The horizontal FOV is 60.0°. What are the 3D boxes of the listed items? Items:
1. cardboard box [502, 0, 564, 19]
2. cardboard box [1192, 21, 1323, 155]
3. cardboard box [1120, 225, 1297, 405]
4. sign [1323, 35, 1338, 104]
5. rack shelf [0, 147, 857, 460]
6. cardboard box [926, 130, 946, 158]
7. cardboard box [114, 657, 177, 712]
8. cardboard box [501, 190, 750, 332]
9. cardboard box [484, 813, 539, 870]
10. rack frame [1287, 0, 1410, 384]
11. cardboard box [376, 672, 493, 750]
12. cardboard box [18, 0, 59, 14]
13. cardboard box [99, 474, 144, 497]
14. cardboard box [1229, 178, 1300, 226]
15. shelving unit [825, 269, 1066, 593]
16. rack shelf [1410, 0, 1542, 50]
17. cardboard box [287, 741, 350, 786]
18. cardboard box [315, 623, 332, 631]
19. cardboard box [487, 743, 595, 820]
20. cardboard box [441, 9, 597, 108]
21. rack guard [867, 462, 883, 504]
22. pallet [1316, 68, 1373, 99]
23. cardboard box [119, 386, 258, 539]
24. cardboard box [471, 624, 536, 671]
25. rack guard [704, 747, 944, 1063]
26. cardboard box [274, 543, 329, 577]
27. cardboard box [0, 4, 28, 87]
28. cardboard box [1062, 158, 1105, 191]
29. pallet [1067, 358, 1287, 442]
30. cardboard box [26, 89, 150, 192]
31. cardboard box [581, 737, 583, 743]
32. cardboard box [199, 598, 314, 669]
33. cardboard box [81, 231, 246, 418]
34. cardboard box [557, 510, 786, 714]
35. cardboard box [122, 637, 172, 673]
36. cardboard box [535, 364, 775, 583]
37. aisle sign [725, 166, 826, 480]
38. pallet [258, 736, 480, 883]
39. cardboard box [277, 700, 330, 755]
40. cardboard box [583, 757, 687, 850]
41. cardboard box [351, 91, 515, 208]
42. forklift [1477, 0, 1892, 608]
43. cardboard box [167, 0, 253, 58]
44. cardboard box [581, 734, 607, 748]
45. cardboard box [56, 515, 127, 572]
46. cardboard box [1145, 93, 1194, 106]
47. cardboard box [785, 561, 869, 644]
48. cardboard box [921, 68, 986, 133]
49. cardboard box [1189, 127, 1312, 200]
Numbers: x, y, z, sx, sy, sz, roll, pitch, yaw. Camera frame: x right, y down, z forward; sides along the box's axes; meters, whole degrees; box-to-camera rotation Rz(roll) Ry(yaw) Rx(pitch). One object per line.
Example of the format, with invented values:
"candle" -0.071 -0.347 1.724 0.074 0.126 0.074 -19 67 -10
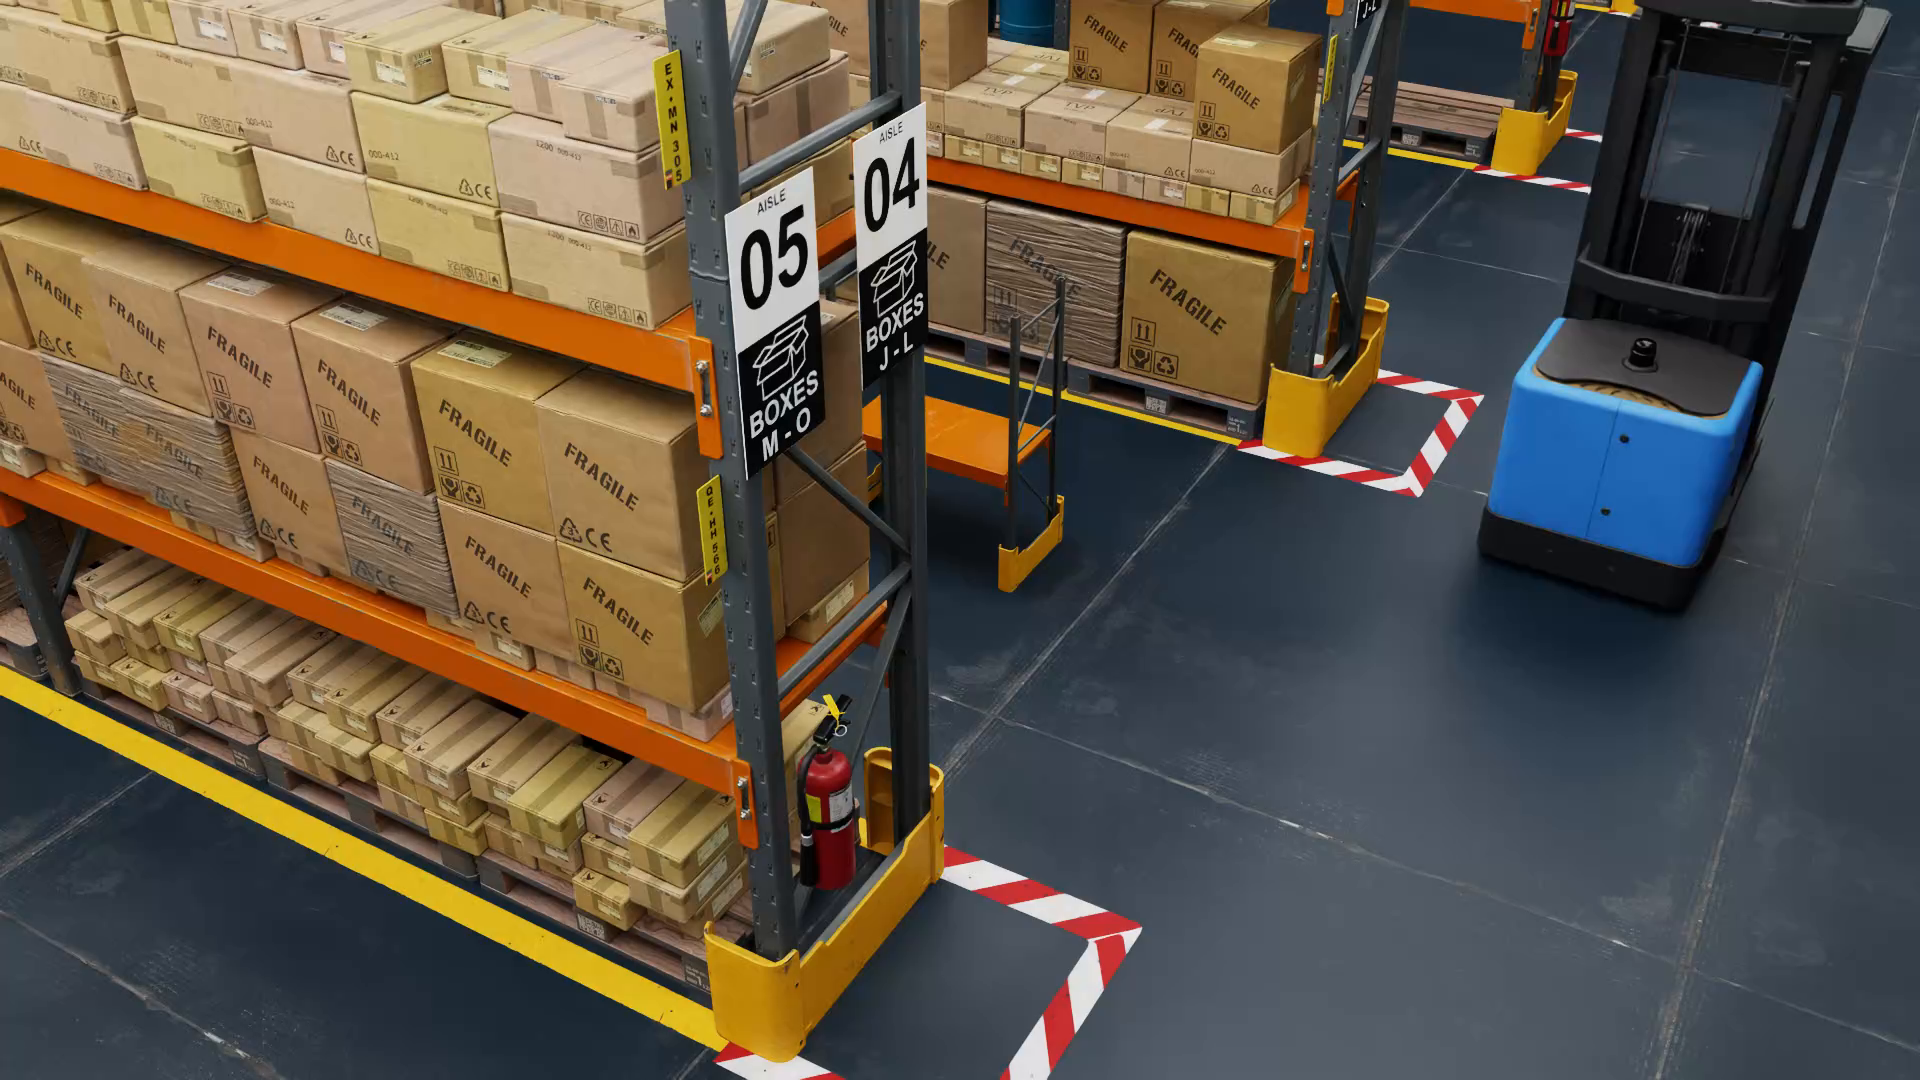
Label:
"cardboard box" -1.204 -1.688 5.197 0.250 0.149 0.380 18 38 25
"cardboard box" 1.582 -2.413 8.858 0.500 0.500 0.500 18 38 25
"cardboard box" 1.540 -1.460 9.775 0.875 0.875 0.875 18 37 24
"sign" 1.854 -2.356 8.323 0.005 0.325 0.100 18 37 24
"rack shelf" -2.150 -1.172 5.747 4.000 0.370 1.077 18 37 24
"cardboard box" -0.120 -2.430 9.920 0.250 0.149 0.380 18 38 25
"cardboard box" -3.499 0.566 7.386 0.250 0.149 0.380 19 38 26
"cardboard box" -0.940 -0.857 4.760 0.500 0.250 0.500 17 37 23
"cardboard box" -1.655 1.096 6.591 0.250 0.149 0.380 18 38 25
"rack frame" 2.135 -2.032 9.096 0.127 3.000 1.000 18 37 24
"cardboard box" -2.104 0.686 6.670 0.250 0.149 0.380 16 37 23
"cardboard box" -2.850 -1.850 5.440 0.250 0.149 0.380 16 37 23
"cardboard box" -3.284 -0.350 6.796 0.250 0.149 0.380 16 37 22
"cardboard box" 1.663 -1.867 9.074 0.250 0.149 0.380 18 38 25
"shelving unit" -0.066 -0.645 8.366 1.083 1.500 0.587 18 37 24
"rack shelf" 2.856 -4.666 13.700 4.000 0.370 1.077 18 37 24
"cardboard box" -2.583 0.830 6.990 0.250 0.149 0.380 17 37 23
"cardboard box" -2.804 0.298 7.521 0.250 0.149 0.380 18 38 25
"cardboard box" -1.648 0.941 6.555 0.250 0.149 0.380 17 37 24
"cardboard box" -1.237 -1.369 4.717 0.250 0.149 0.380 16 37 23
"rack guard" -0.499 -0.262 8.918 0.087 0.250 0.587 18 37 24
"pallet" 2.841 -3.837 14.321 1.213 0.211 1.003 18 37 24
"cardboard box" -2.729 -0.393 6.275 0.500 0.500 0.500 17 37 23
"cardboard box" -1.492 0.270 5.864 0.250 0.149 0.380 19 38 26
"rack guard" -0.479 1.346 6.277 0.348 0.500 1.175 18 37 24
"cardboard box" -2.379 -0.043 6.335 0.250 0.149 0.380 19 38 26
"cardboard box" -3.157 -1.780 5.695 0.500 0.250 0.500 17 37 24
"cardboard box" 0.775 -2.147 9.495 0.250 0.149 0.380 17 37 23
"pallet" 1.402 -1.054 10.142 1.213 0.211 1.003 18 37 24
"cardboard box" -2.733 -1.419 5.604 0.500 0.250 0.500 19 38 26
"cardboard box" -1.633 0.795 7.042 0.250 0.149 0.380 18 38 25
"cardboard box" -2.999 0.396 7.105 0.250 0.149 0.380 17 37 23
"cardboard box" -2.736 -0.825 6.022 0.500 0.500 0.500 18 38 25
"cardboard box" -0.931 0.162 5.443 0.500 0.500 0.500 18 38 25
"cardboard box" -3.466 0.395 7.376 0.250 0.149 0.380 18 38 25
"cardboard box" -0.934 -0.261 5.175 0.500 0.500 0.500 17 37 23
"aisle sign" -0.499 -0.591 4.586 0.004 0.787 0.394 18 37 24
"pallet" -2.222 0.890 7.223 1.213 0.211 1.003 18 37 24
"cardboard box" -2.589 0.707 6.907 0.250 0.149 0.380 17 37 24
"cardboard box" -1.188 0.970 6.243 0.250 0.149 0.380 18 38 25
"cardboard box" -1.384 -1.212 4.841 0.500 0.250 0.500 17 37 23
"forklift" 3.866 -1.673 8.617 1.130 2.935 3.031 19 38 26
"cardboard box" -2.173 -1.617 5.091 0.250 0.149 0.380 17 37 23
"cardboard box" -1.376 0.697 6.922 0.250 0.149 0.380 19 38 26
"cardboard box" -4.396 -0.239 8.278 0.500 0.500 0.500 19 38 26
"cardboard box" 1.398 -2.495 9.658 0.500 0.250 0.500 17 37 24
"cardboard box" -0.532 0.184 5.993 0.250 0.149 0.380 17 37 24
"cardboard box" -0.178 -2.660 9.905 0.500 0.250 0.500 19 38 26
"cardboard box" 1.583 -2.099 9.063 0.500 0.250 0.500 17 37 24
